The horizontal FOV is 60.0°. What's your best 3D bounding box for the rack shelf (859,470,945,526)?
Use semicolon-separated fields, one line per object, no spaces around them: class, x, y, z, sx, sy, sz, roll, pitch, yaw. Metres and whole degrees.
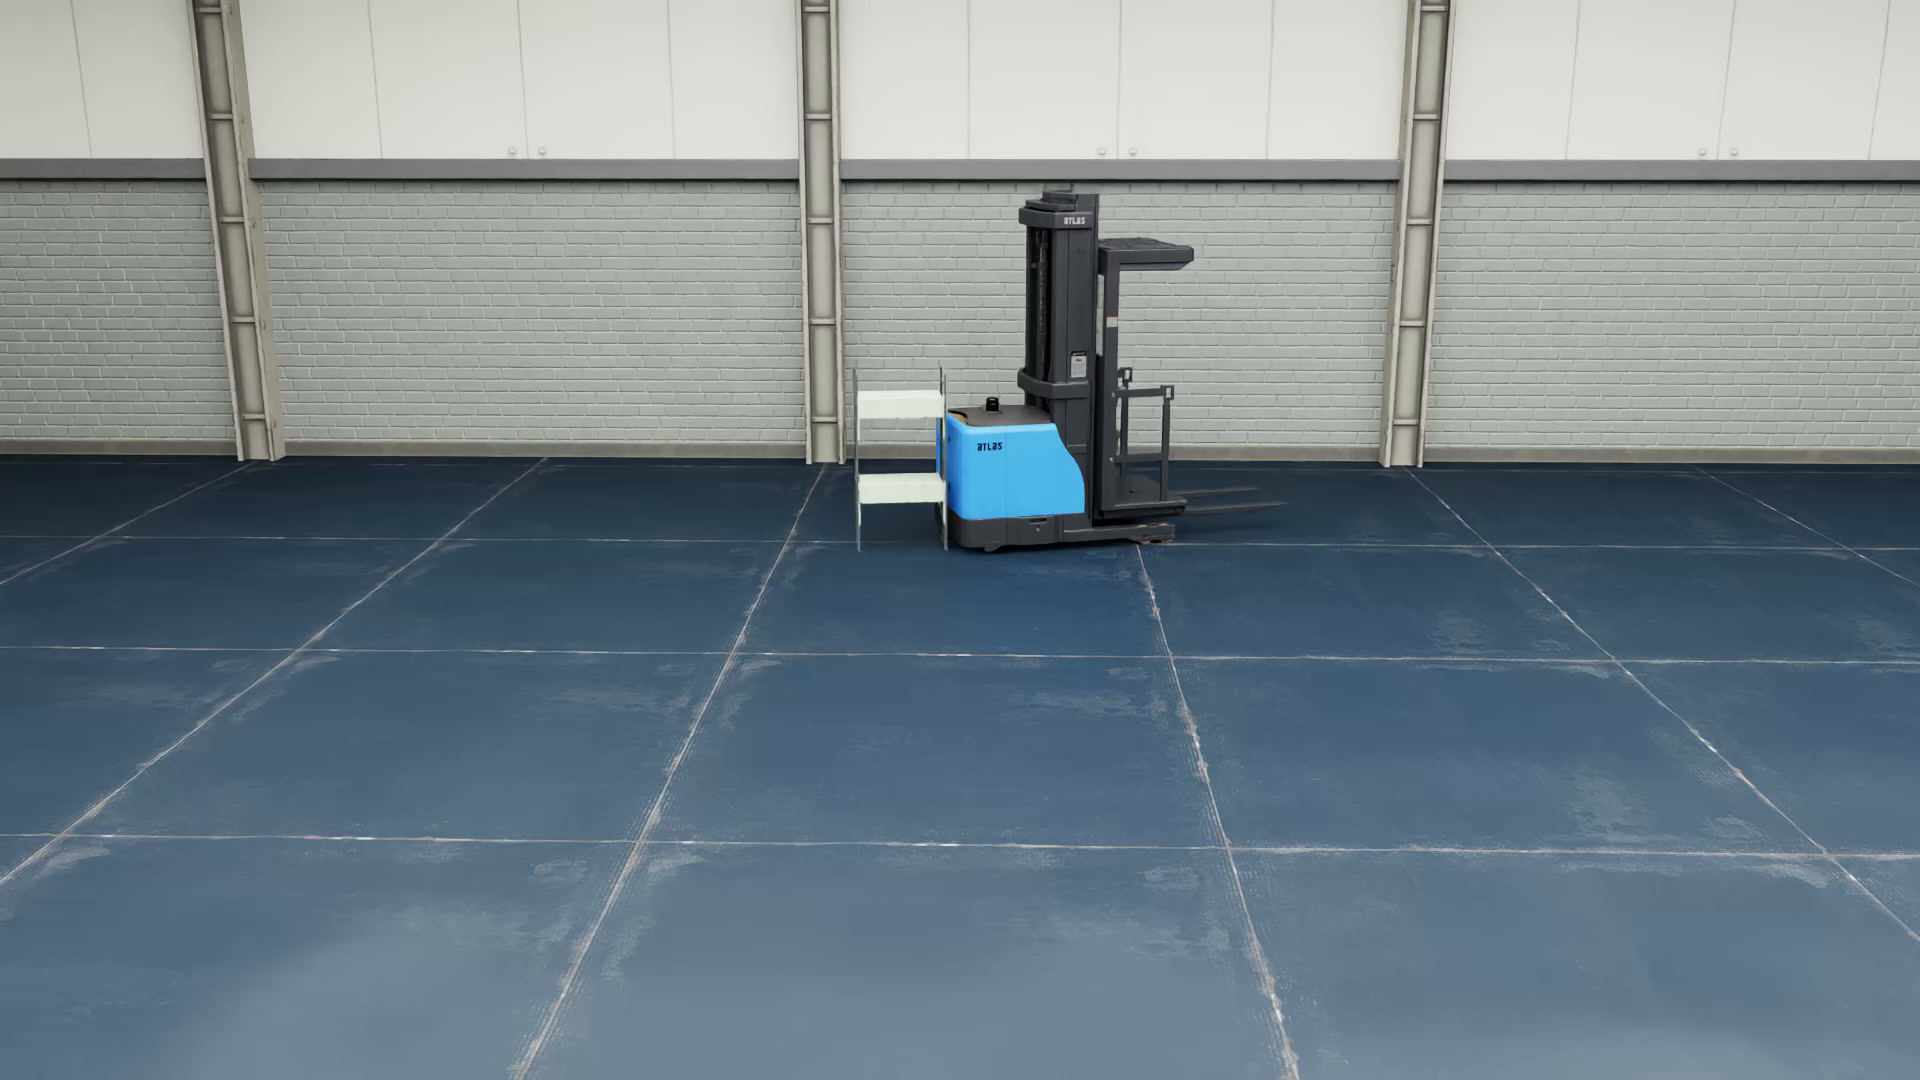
rack shelf;-0.503;-0.361;14.046;0.720;0.370;0.431;-1;15;-6

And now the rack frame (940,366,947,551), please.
rack frame;-0.139;-0.686;13.999;0.023;1.500;0.400;-1;15;-6

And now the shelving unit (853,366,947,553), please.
shelving unit;-0.503;-0.676;13.962;0.755;1.500;0.431;-1;15;-6

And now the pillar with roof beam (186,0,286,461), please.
pillar with roof beam;-7.512;-4.126;12.340;0.400;9.000;9.100;0;15;1

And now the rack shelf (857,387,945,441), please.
rack shelf;-0.503;-1.053;13.863;0.720;0.370;0.431;-1;15;-6

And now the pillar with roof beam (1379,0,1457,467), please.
pillar with roof beam;4.484;-4.048;12.043;0.400;9.000;9.100;0;15;1

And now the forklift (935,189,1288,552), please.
forklift;1.354;-1.505;14.299;3.031;2.935;1.130;-4;15;-14

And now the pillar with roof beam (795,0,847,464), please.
pillar with roof beam;-1.514;-4.087;12.192;0.400;9.000;9.100;0;15;1

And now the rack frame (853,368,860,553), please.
rack frame;-0.867;-0.667;13.926;0.023;1.500;0.400;-1;15;-6
